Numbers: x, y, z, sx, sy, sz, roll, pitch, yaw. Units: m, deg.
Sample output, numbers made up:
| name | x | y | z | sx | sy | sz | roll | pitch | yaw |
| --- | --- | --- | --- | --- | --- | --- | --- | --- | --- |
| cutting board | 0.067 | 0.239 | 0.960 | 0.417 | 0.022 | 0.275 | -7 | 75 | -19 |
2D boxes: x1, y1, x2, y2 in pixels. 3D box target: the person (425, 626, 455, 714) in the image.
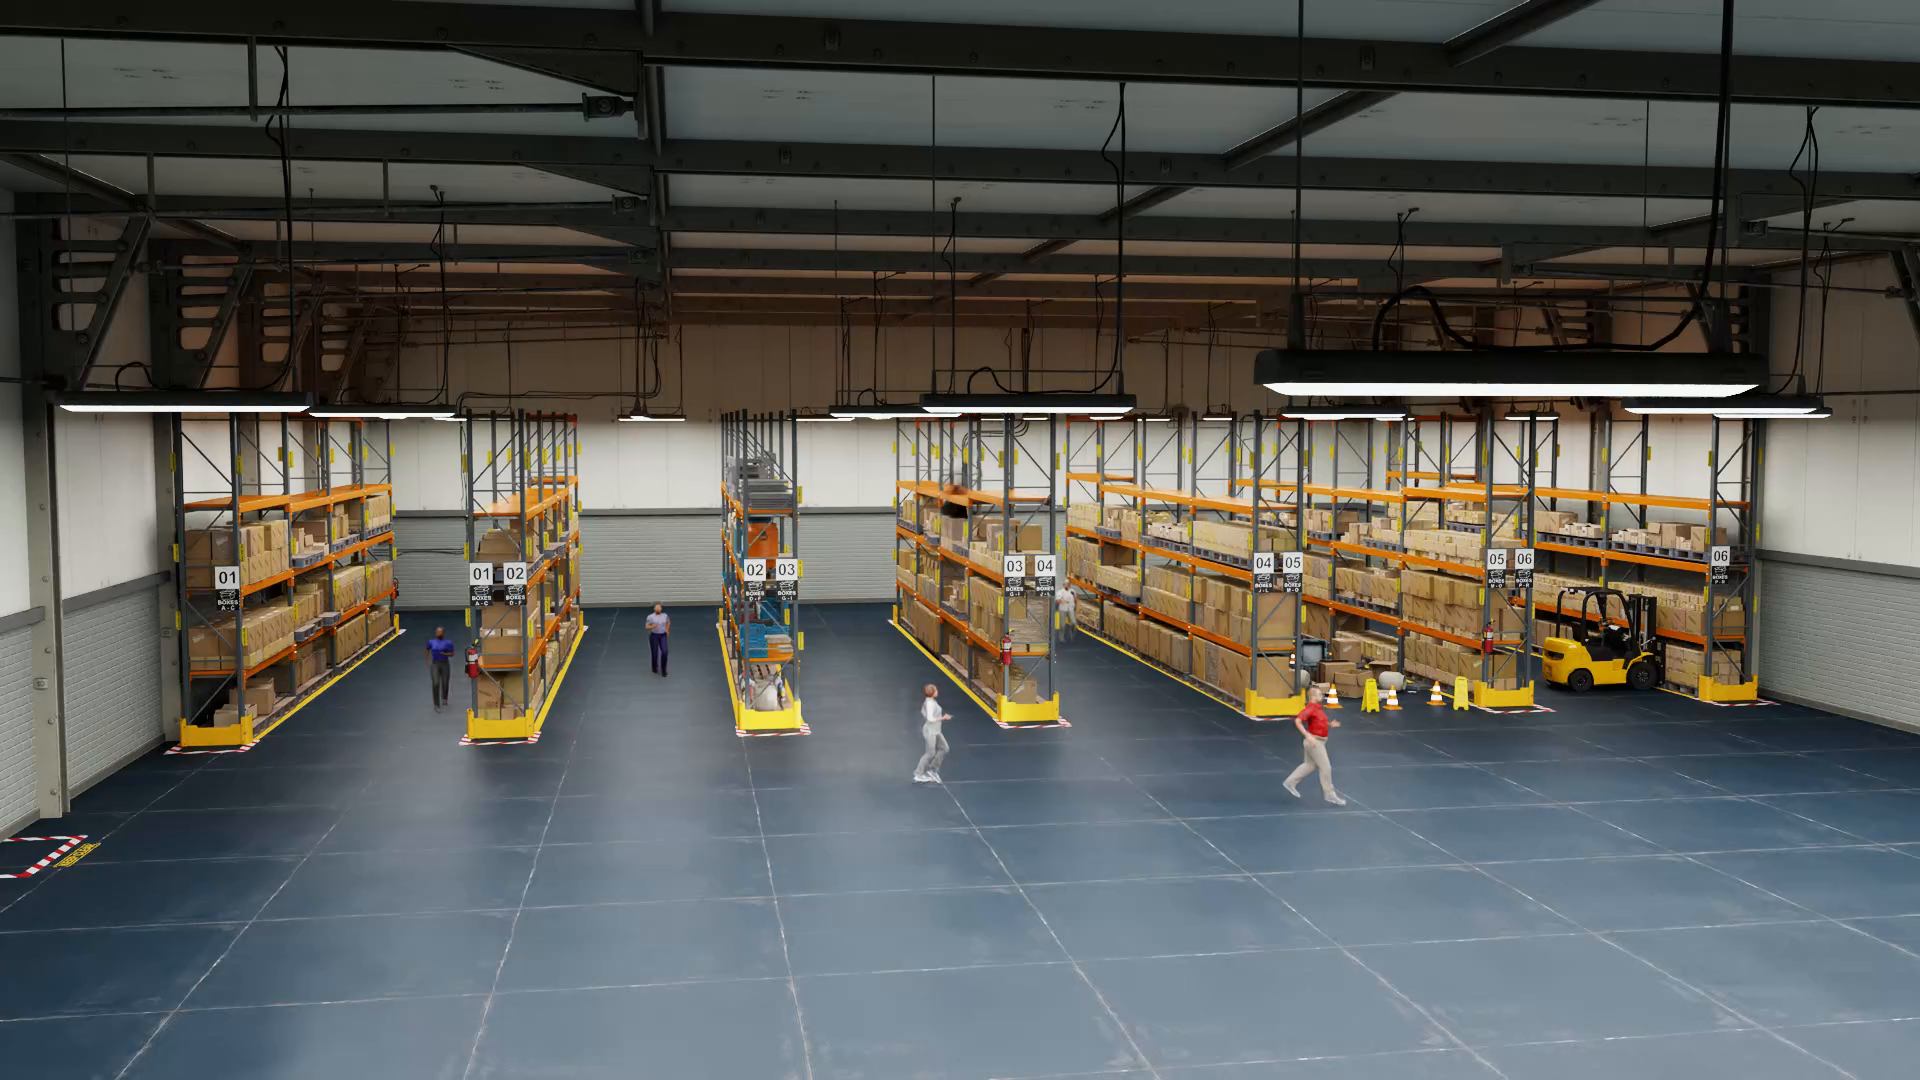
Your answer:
| name | x | y | z | sx | sy | sz | roll | pitch | yaw |
| --- | --- | --- | --- | --- | --- | --- | --- | --- | --- |
| person | -10.379 | 2.563 | 33.214 | 0.562 | 1.682 | 0.867 | -1 | 4 | -19 |

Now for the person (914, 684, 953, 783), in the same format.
| name | x | y | z | sx | sy | sz | roll | pitch | yaw |
| --- | --- | --- | --- | --- | --- | --- | --- | --- | --- |
| person | -0.421 | 3.082 | 26.415 | 0.639 | 1.608 | 0.517 | 1 | 4 | 10 |

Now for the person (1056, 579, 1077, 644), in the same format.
| name | x | y | z | sx | sy | sz | roll | pitch | yaw |
| --- | --- | --- | --- | --- | --- | --- | --- | --- | --- |
| person | 2.804 | 1.878 | 43.397 | 0.605 | 1.698 | 0.702 | -1 | 4 | -9 |

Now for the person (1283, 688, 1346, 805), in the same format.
| name | x | y | z | sx | sy | sz | roll | pitch | yaw |
| --- | --- | --- | --- | --- | --- | --- | --- | --- | --- |
| person | 5.347 | 3.085 | 25.061 | 0.969 | 1.721 | 0.664 | 1 | 4 | 18 |

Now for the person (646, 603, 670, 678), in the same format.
| name | x | y | z | sx | sy | sz | roll | pitch | yaw |
| --- | --- | --- | --- | --- | --- | --- | --- | --- | --- |
| person | -6.840 | 2.280 | 37.728 | 0.585 | 1.688 | 0.708 | -1 | 4 | -18 |
